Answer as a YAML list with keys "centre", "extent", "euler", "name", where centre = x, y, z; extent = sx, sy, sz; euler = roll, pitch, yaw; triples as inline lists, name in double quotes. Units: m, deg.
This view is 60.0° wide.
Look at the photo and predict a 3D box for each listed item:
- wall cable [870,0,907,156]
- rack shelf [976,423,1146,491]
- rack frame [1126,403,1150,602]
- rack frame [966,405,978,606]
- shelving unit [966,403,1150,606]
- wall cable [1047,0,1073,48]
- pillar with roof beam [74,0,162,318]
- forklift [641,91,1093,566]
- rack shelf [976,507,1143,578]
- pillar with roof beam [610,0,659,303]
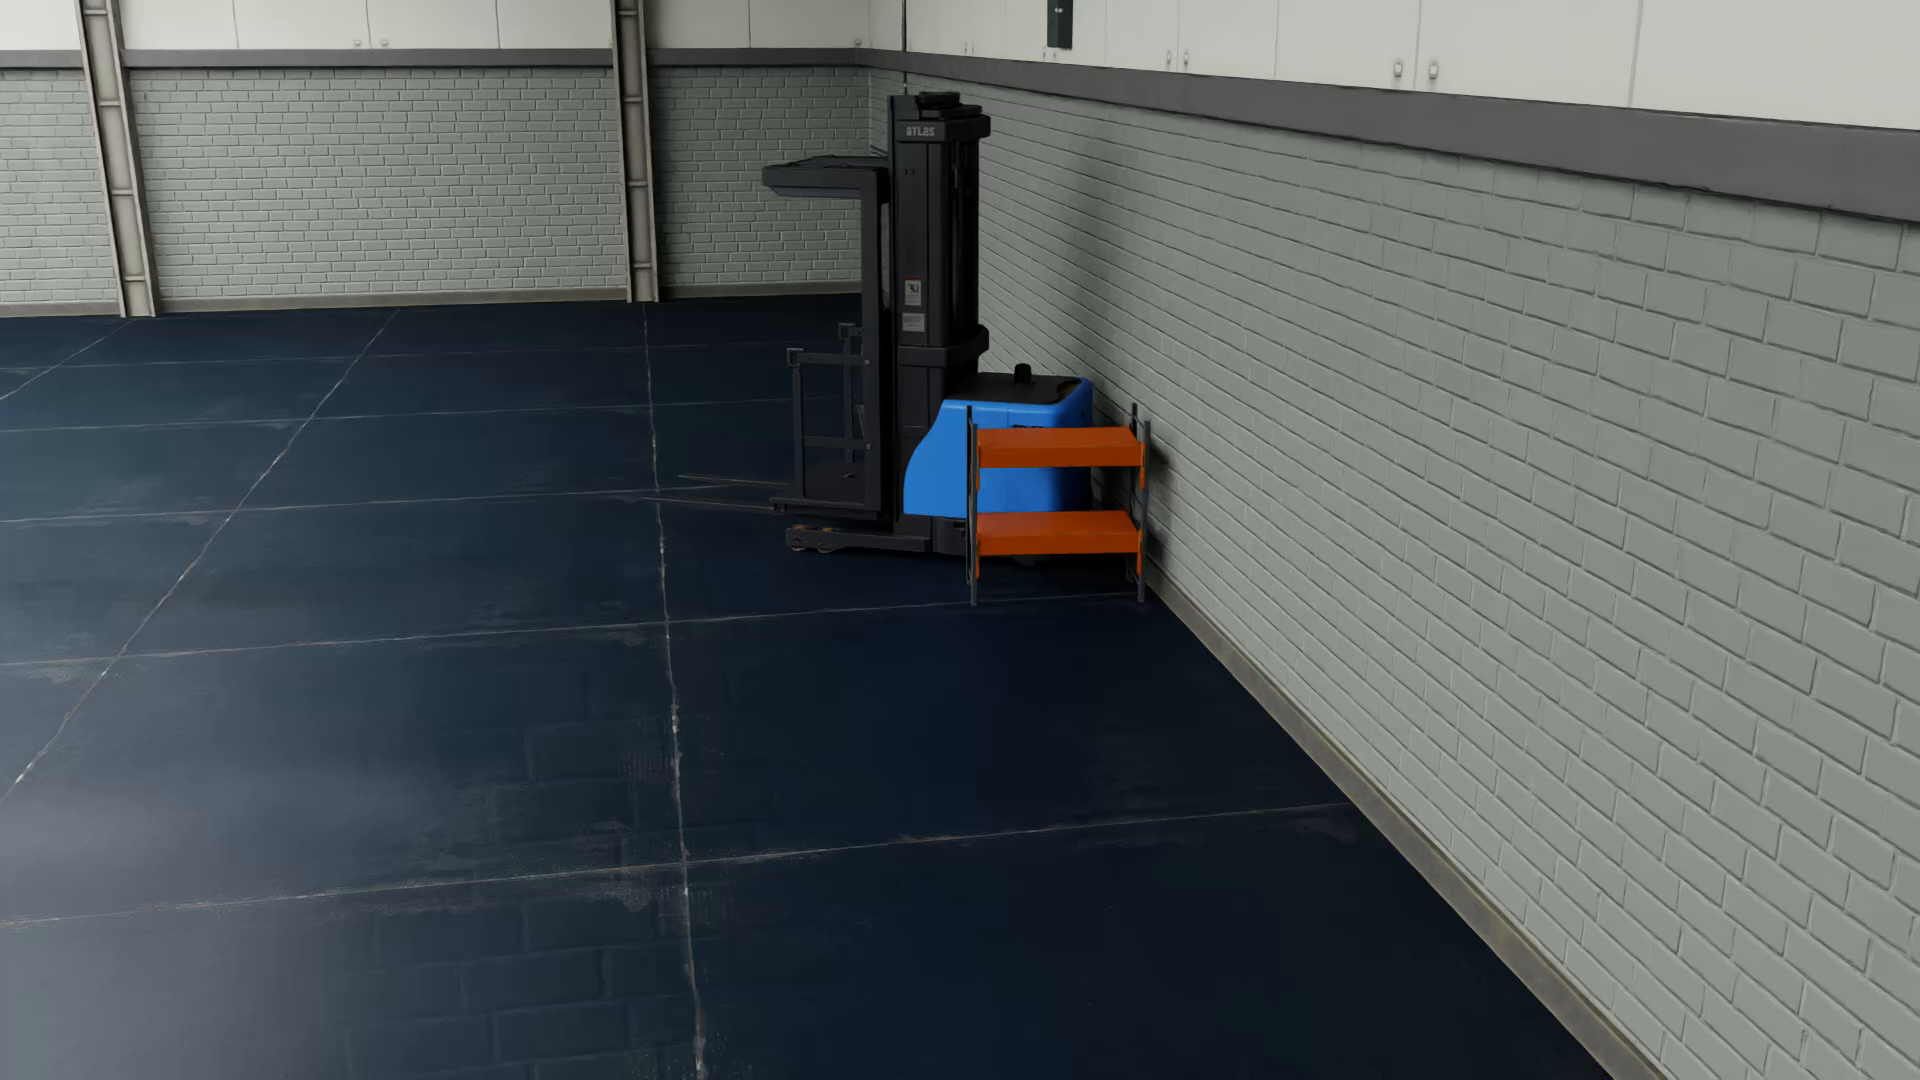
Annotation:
- centre: [-0.914, -5.671, 19.736]
  extent: [0.112, 2.526, 3.097]
  euler: [-3, 17, -10]
  name: "wall cable"
- centre: [0.579, -0.503, 10.038]
  extent: [1.000, 0.278, 0.538]
  euler: [-1, 17, -3]
  name: "rack shelf"
- centre: [1.086, -0.233, 10.154]
  extent: [0.032, 1.125, 0.500]
  euler: [-1, 17, -3]
  name: "rack frame"
- centre: [0.071, -0.214, 10.094]
  extent: [0.032, 1.125, 0.500]
  euler: [-1, 17, -3]
  name: "rack frame"
- centre: [0.579, -0.224, 10.124]
  extent: [1.048, 1.125, 0.538]
  euler: [-1, 17, -3]
  name: "shelving unit"
- centre: [0.871, -6.043, 9.867]
  extent: [0.169, 6.003, 2.305]
  euler: [-3, 17, -10]
  name: "wall cable"
- centre: [-9.132, -5.797, 14.858]
  extent: [0.400, 9.000, 9.100]
  euler: [-3, 17, -10]
  name: "pillar with roof beam"
- centre: [-0.665, -1.455, 11.058]
  extent: [3.031, 2.935, 1.130]
  euler: [5, 18, 15]
  name: "forklift"
- centre: [0.579, 0.010, 10.196]
  extent: [1.000, 0.278, 0.538]
  euler: [-1, 17, -3]
  name: "rack shelf"
- centre: [-3.241, -6.131, 15.946]
  extent: [0.400, 9.000, 9.100]
  euler: [-3, 17, -10]
  name: "pillar with roof beam"
